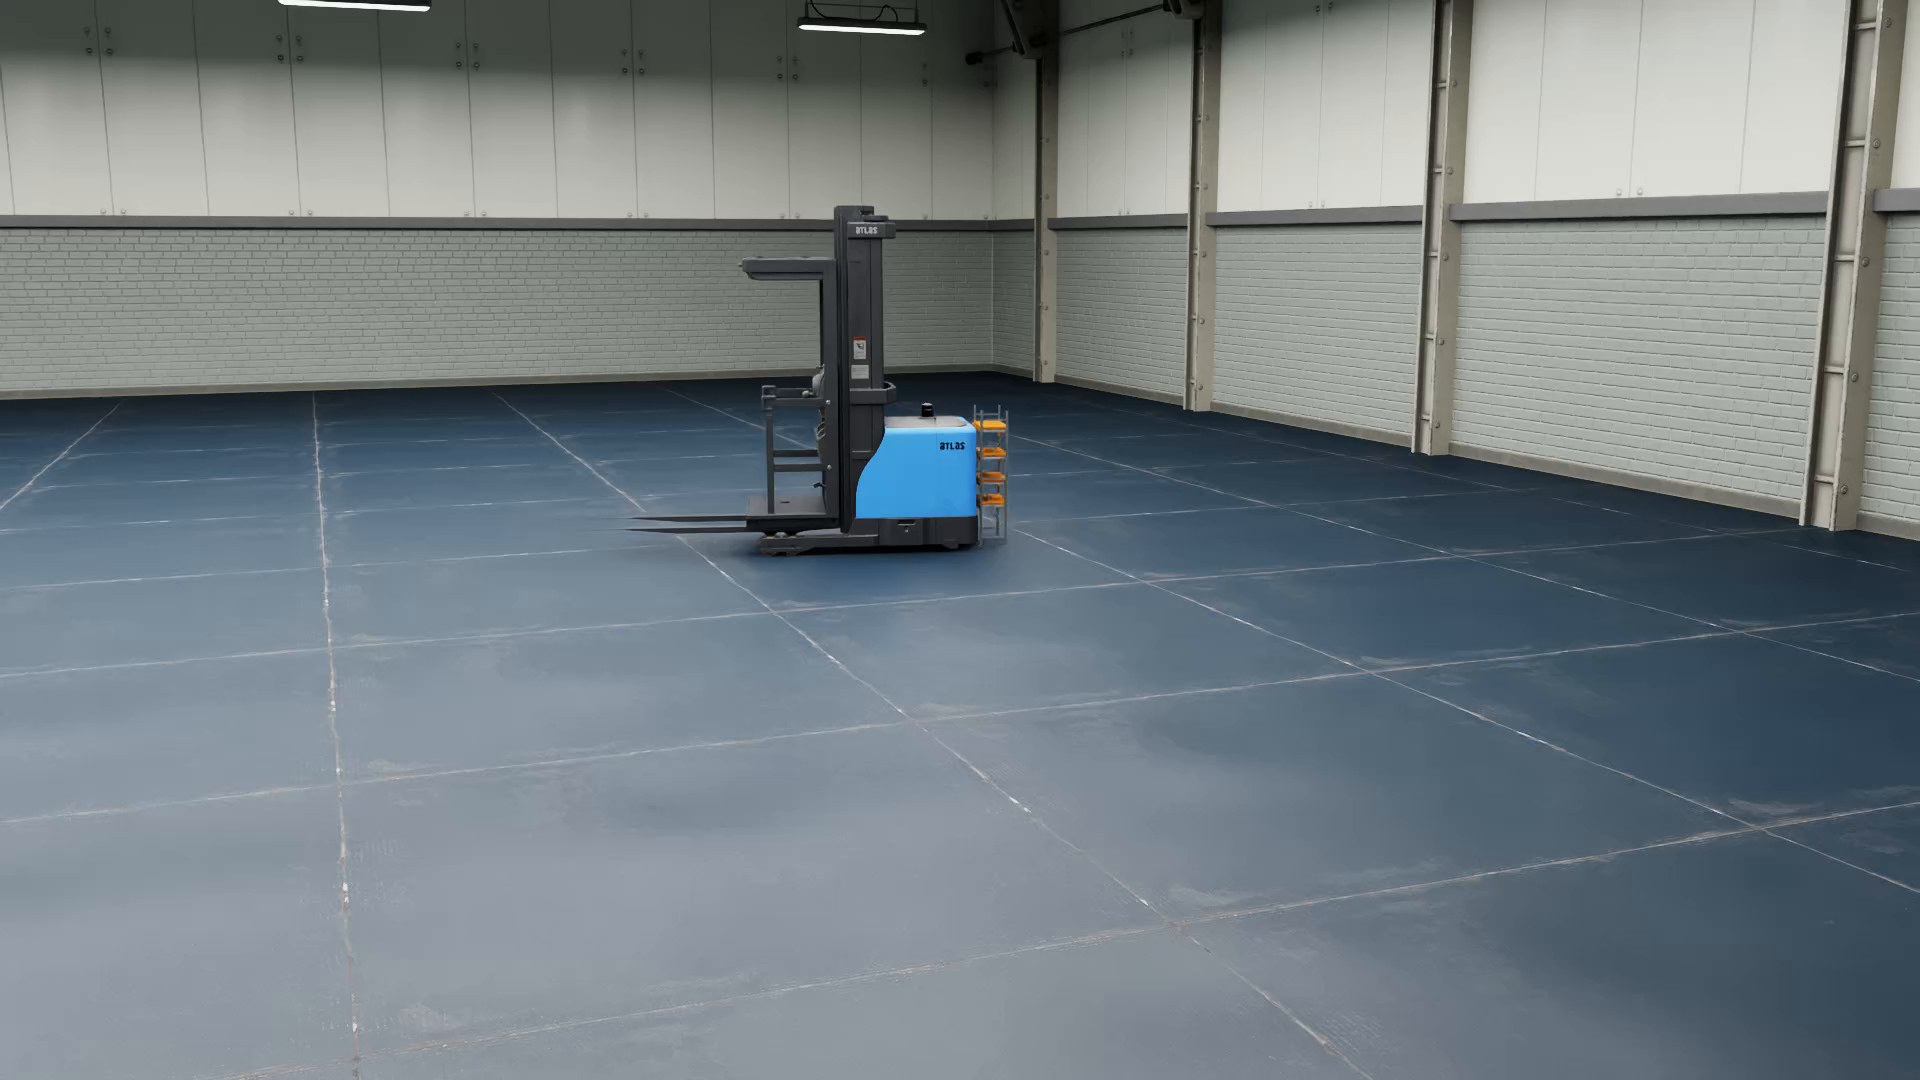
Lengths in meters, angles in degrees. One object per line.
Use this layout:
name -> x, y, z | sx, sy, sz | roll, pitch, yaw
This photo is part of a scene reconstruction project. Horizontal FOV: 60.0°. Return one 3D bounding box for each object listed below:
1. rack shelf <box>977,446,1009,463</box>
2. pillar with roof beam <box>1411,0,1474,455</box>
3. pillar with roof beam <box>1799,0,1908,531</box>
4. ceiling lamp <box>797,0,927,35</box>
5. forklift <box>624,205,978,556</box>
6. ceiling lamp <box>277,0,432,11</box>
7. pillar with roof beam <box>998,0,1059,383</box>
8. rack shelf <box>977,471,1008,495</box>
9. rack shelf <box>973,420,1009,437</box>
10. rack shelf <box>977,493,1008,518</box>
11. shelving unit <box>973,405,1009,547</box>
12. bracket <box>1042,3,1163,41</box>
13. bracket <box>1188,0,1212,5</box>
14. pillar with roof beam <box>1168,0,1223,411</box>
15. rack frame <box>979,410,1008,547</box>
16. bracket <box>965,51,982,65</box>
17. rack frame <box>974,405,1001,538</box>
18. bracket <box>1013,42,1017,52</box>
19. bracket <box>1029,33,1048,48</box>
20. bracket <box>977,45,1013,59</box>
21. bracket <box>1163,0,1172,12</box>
rack shelf -> 0.267, -0.727, 14.680 | 0.258, 0.148, 0.480 | -1, 10, -7
pillar with roof beam -> 1.967, -5.261, 18.800 | 9.100, 9.000, 0.400 | -4, 11, -21
pillar with roof beam -> 4.141, -4.281, 13.294 | 9.100, 9.000, 0.400 | -4, 11, -21
ceiling lamp -> -1.592, -9.421, 25.521 | 2.000, 3.185, 0.800 | -4, 11, -21
forklift -> -1.396, -1.404, 14.441 | 3.031, 2.935, 1.130 | -1, 10, -6
ceiling lamp -> -8.434, -8.955, 22.902 | 2.000, 3.185, 0.800 | -4, 11, -21
pillar with roof beam -> -2.382, -7.219, 29.811 | 9.100, 9.000, 0.548 | -4, 11, -21
rack shelf -> 0.266, -0.506, 14.719 | 0.258, 0.148, 0.480 | -1, 10, -7
rack shelf -> 0.269, -0.960, 14.639 | 0.258, 0.148, 0.480 | -1, 10, -7
rack shelf -> 0.264, -0.311, 14.754 | 0.258, 0.148, 0.480 | -1, 10, -7
shelving unit -> 0.266, -0.573, 14.708 | 0.258, 1.200, 0.503 | -1, 10, -7
bracket -> 2.384, -8.754, 28.160 | 0.076, 0.066, 4.783 | -4, 11, -21
bracket -> 3.624, -8.195, 25.019 | 0.235, 0.232, 0.430 | -4, 11, -21
pillar with roof beam -> -0.208, -6.240, 24.306 | 9.100, 9.000, 0.548 | -4, 11, -21
rack frame -> 0.294, -0.530, 14.469 | 0.240, 1.200, 0.015 | -1, 10, -7
bracket -> 0.291, -9.697, 33.461 | 0.235, 0.232, 0.430 | -4, 11, -21
rack frame -> 0.238, -0.615, 14.946 | 0.240, 1.200, 0.015 | -1, 10, -7
bracket -> 1.149, -9.310, 31.286 | 0.235, 0.232, 0.430 | -4, 11, -21
bracket -> 1.450, -9.175, 30.525 | 0.235, 0.232, 0.430 | -4, 11, -21
bracket -> 0.505, -9.601, 32.919 | 0.076, 0.066, 3.189 | -4, 11, -21
bracket -> 3.324, -8.331, 25.781 | 0.235, 0.232, 0.430 | -4, 11, -21
